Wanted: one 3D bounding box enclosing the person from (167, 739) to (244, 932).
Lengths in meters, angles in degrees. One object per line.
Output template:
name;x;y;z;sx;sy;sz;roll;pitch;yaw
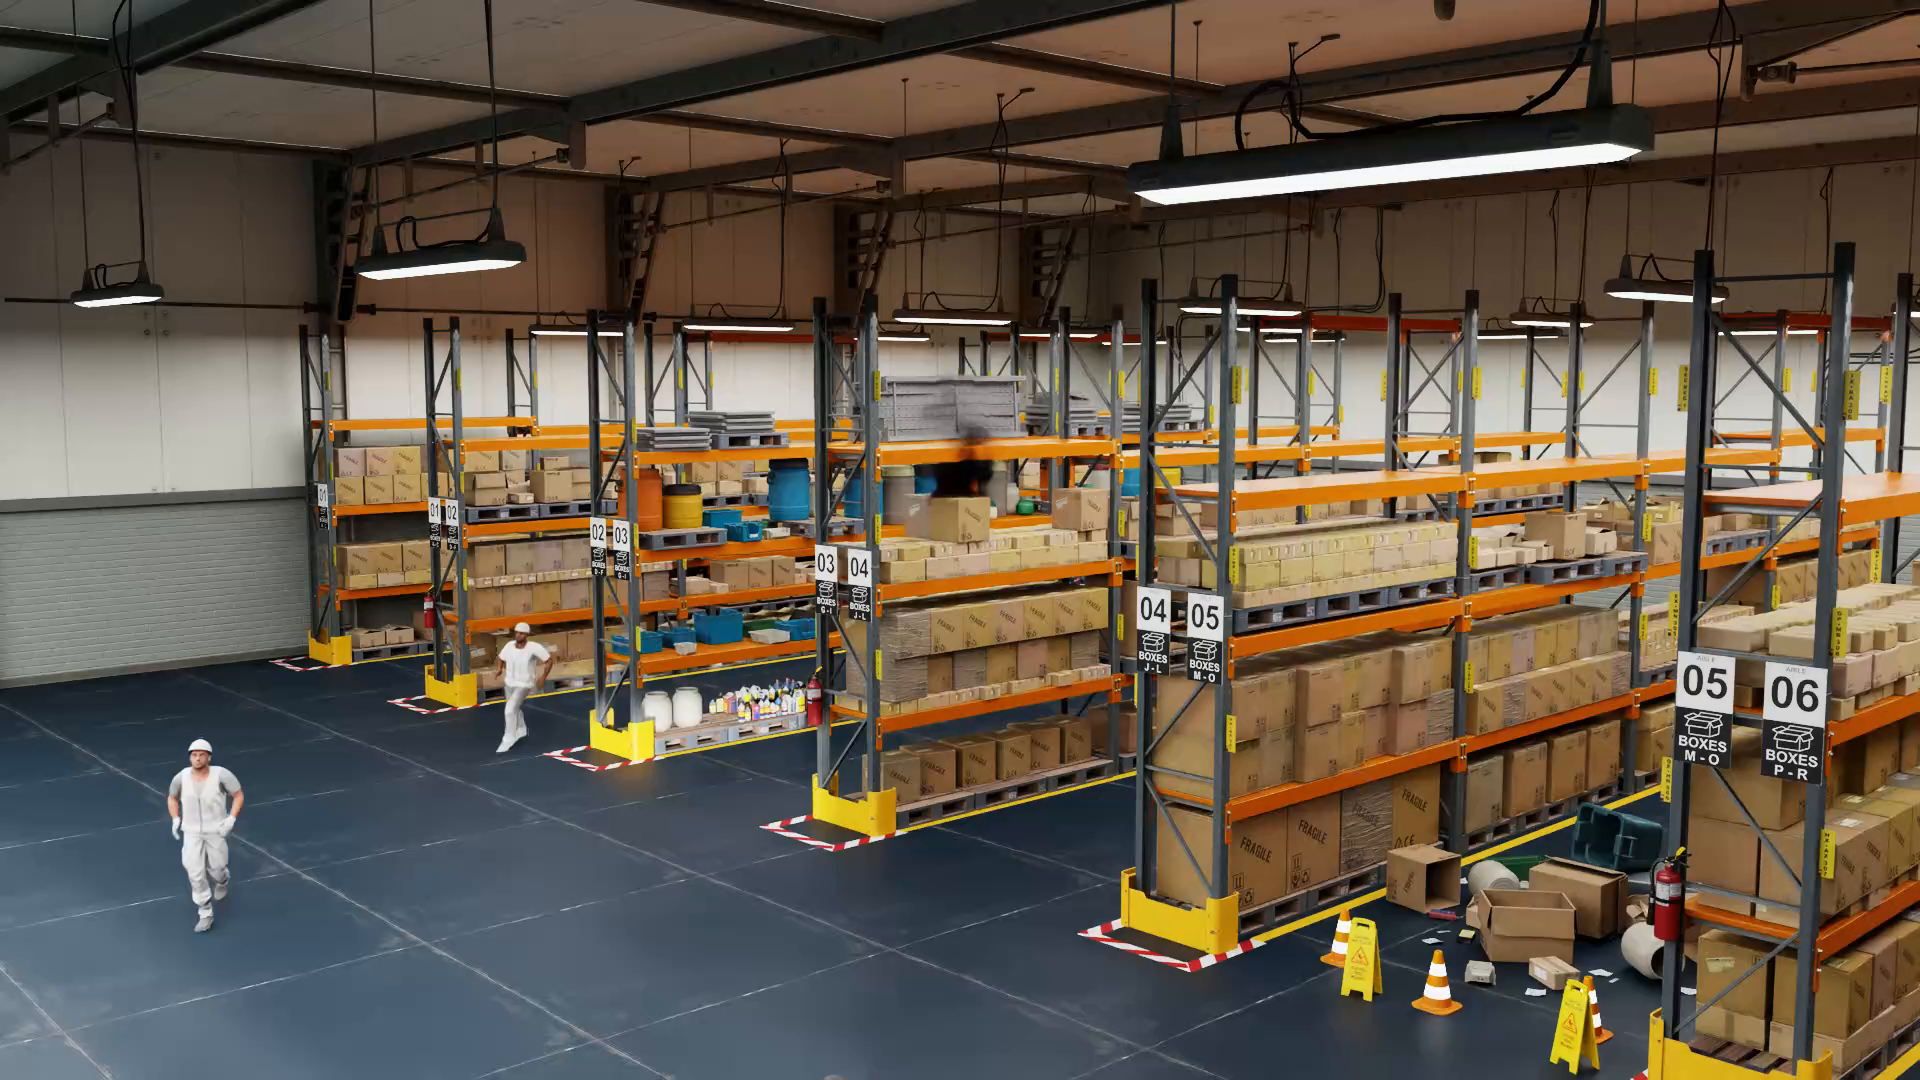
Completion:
person;-7.088;2.724;15.643;0.678;1.760;0.767;-2;6;-15

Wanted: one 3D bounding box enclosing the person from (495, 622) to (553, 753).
person;-6.028;2.008;22.801;0.762;1.793;0.740;3;6;25
